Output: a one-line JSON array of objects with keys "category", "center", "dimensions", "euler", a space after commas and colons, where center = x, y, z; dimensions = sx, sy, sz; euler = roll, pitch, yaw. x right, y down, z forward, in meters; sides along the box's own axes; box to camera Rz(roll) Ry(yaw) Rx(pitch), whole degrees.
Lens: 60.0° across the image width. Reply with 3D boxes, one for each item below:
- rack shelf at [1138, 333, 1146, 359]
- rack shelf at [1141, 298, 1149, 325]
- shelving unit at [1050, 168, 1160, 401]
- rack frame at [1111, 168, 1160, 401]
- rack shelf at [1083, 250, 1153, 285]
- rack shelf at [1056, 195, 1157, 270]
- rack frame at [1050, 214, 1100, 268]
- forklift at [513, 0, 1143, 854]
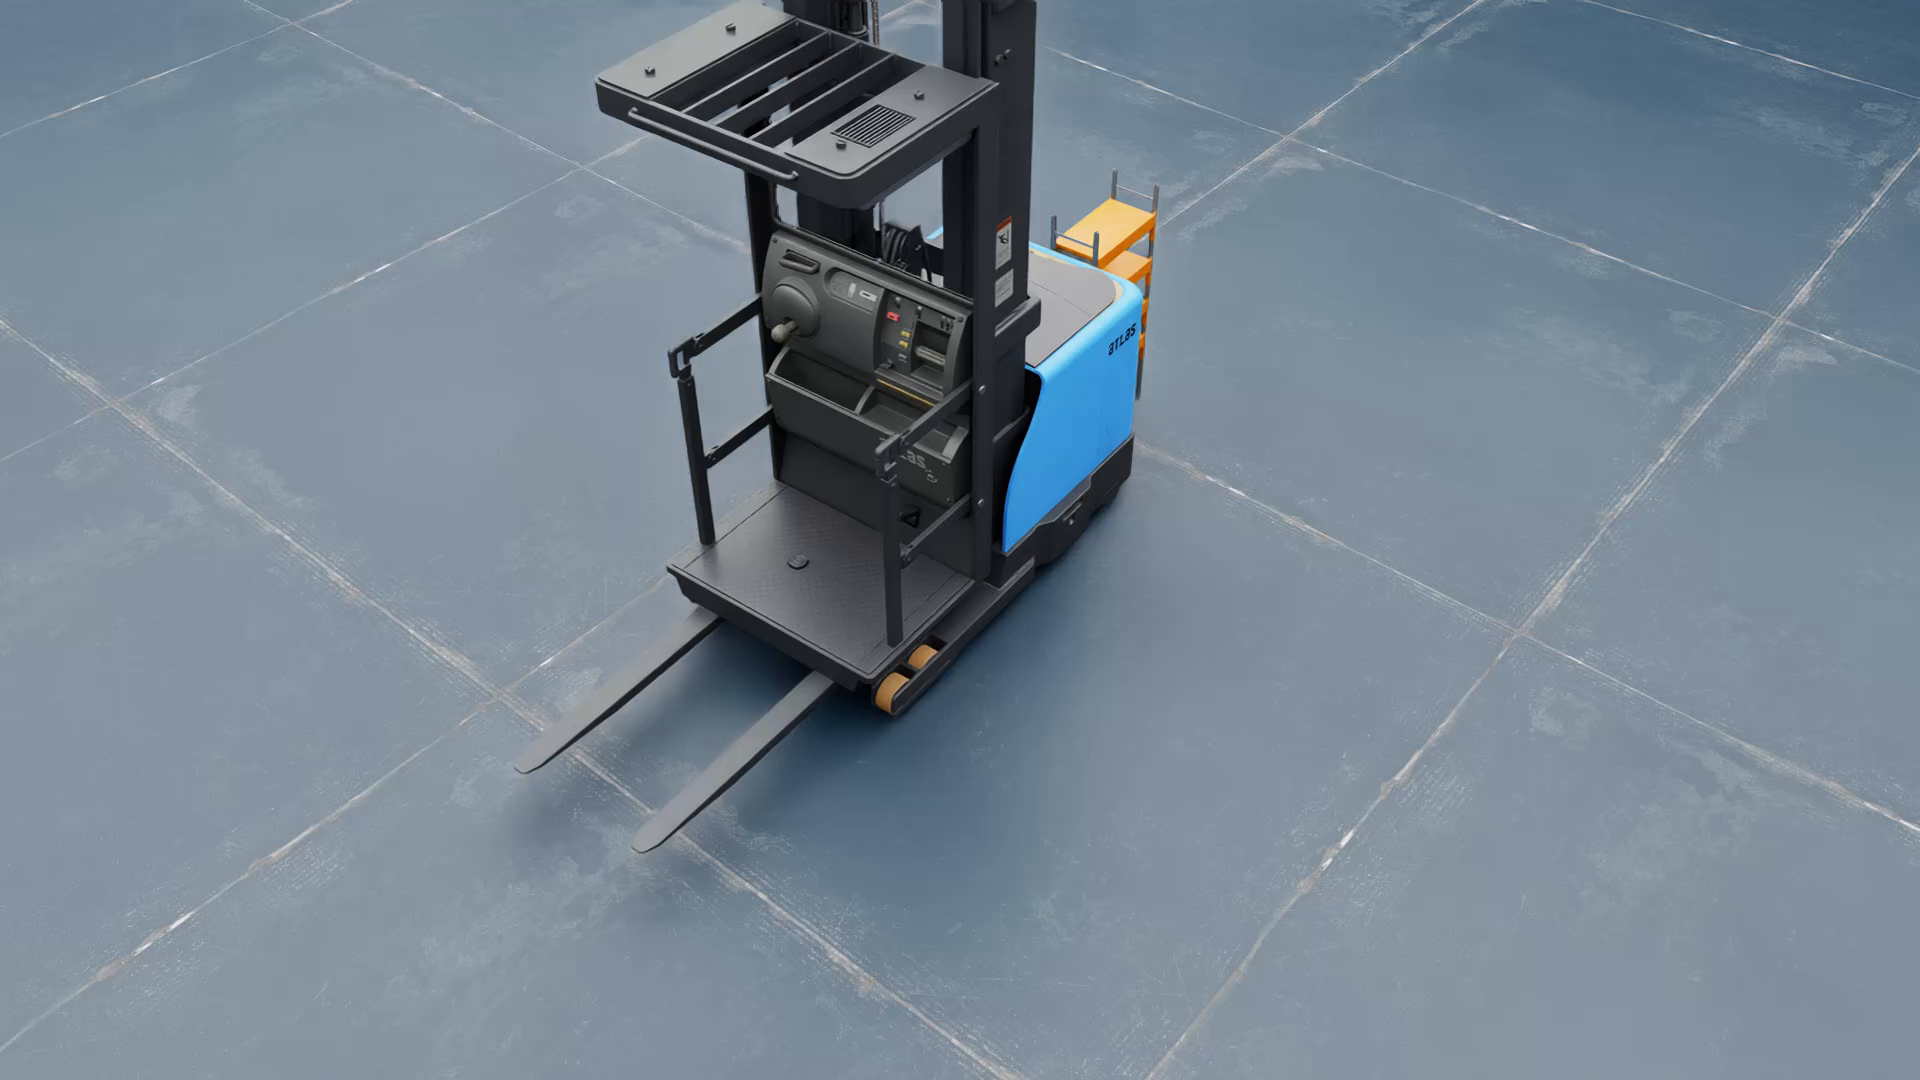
[{"category": "rack shelf", "center": [0.641, -0.850, 7.870], "dimensions": [0.258, 0.148, 0.480], "euler": [27, 49, 26]}, {"category": "rack shelf", "center": [0.641, -0.997, 7.736], "dimensions": [0.258, 0.148, 0.480], "euler": [27, 49, 26]}, {"category": "shelving unit", "center": [0.641, -1.046, 7.691], "dimensions": [0.258, 1.200, 0.503], "euler": [27, 49, 26]}, {"category": "rack frame", "center": [0.787, -1.178, 7.836], "dimensions": [0.240, 1.200, 0.015], "euler": [27, 49, 26]}, {"category": "rack shelf", "center": [0.641, -1.162, 7.586], "dimensions": [0.258, 0.148, 0.480], "euler": [27, 49, 26]}, {"category": "rack shelf", "center": [0.641, -1.337, 7.427], "dimensions": [0.258, 0.148, 0.480], "euler": [27, 49, 26]}, {"category": "rack frame", "center": [0.496, -0.915, 7.546], "dimensions": [0.240, 1.200, 0.015], "euler": [27, 49, 26]}, {"category": "forklift", "center": [-0.492, -0.761, 6.091], "dimensions": [1.130, 2.935, 3.031], "euler": [27, 49, 26]}]
